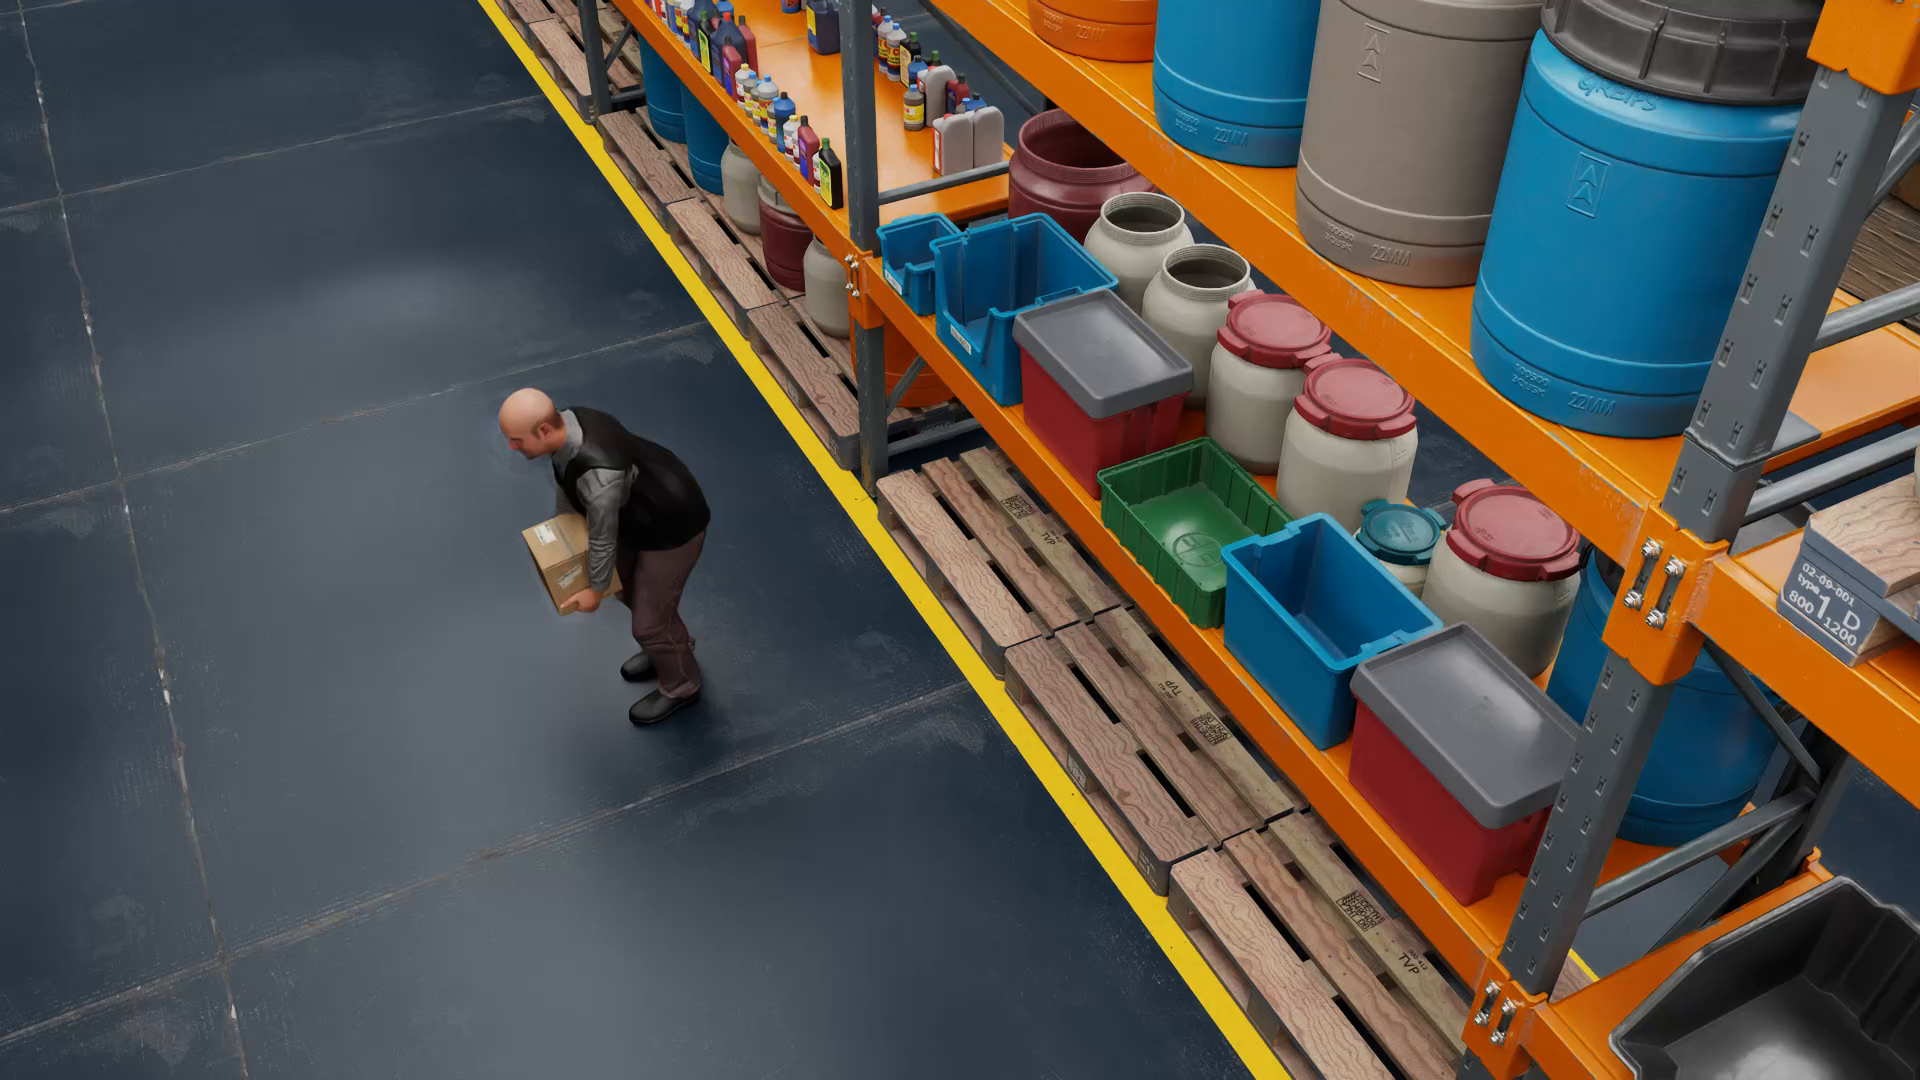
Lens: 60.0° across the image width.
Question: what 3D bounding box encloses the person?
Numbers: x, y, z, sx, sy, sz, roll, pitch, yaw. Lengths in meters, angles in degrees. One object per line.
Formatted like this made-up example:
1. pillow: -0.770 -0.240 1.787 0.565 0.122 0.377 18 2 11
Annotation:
1. person: -1.275 0.032 6.250 0.675 1.600 0.470 -20 45 -21
